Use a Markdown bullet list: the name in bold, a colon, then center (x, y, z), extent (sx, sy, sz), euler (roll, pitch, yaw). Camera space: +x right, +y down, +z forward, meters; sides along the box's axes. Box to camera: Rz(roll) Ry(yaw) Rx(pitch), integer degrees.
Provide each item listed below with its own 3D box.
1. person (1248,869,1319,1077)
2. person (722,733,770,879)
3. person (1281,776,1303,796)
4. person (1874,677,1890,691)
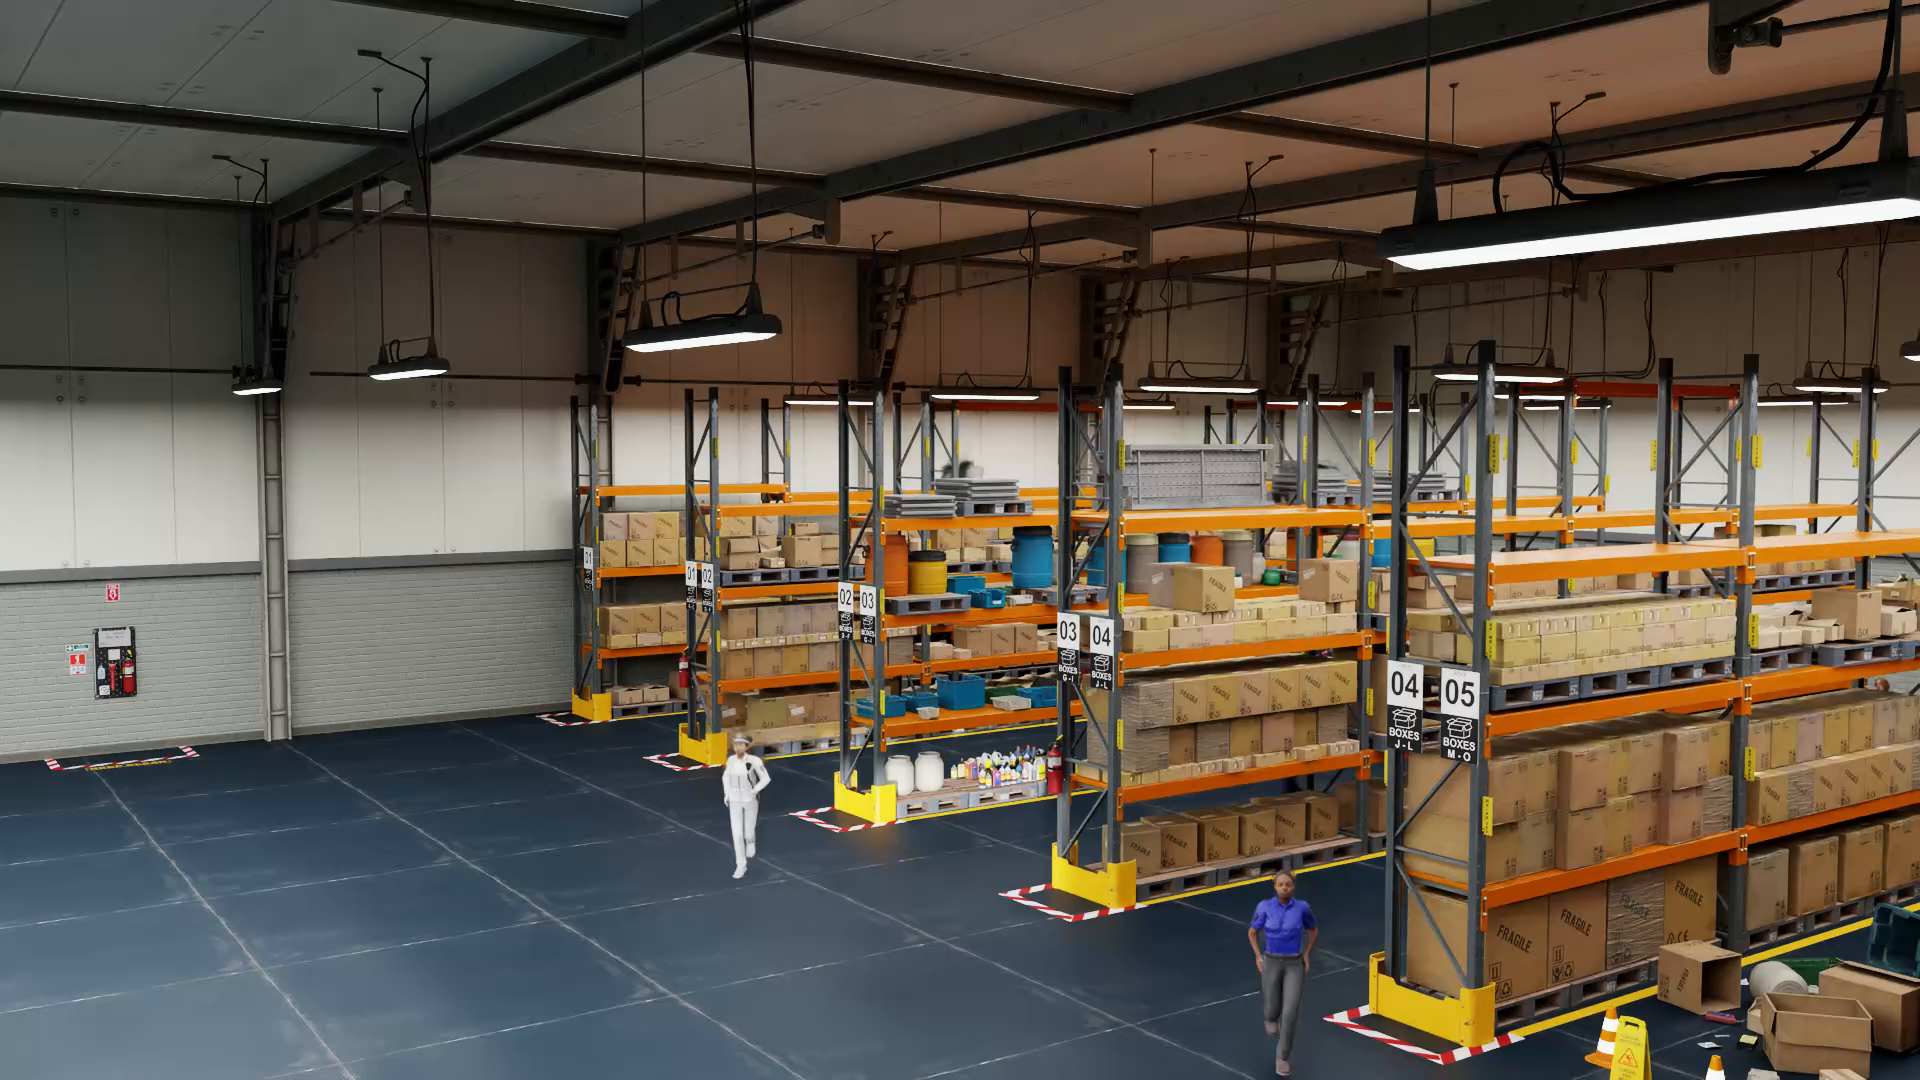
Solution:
- **person**: center (2.684, 3.536, 13.801), extent (0.580, 1.631, 0.721), euler (0, 3, 8)
- **person**: center (-2.577, 3.143, 19.929), extent (0.606, 1.683, 0.746), euler (0, 3, 7)
- **person**: center (4.501, 2.960, 22.682), extent (0.873, 1.631, 0.606), euler (-3, 4, -39)
- **person**: center (14.070, 2.877, 25.396), extent (0.590, 1.572, 0.552), euler (-2, 4, -33)
